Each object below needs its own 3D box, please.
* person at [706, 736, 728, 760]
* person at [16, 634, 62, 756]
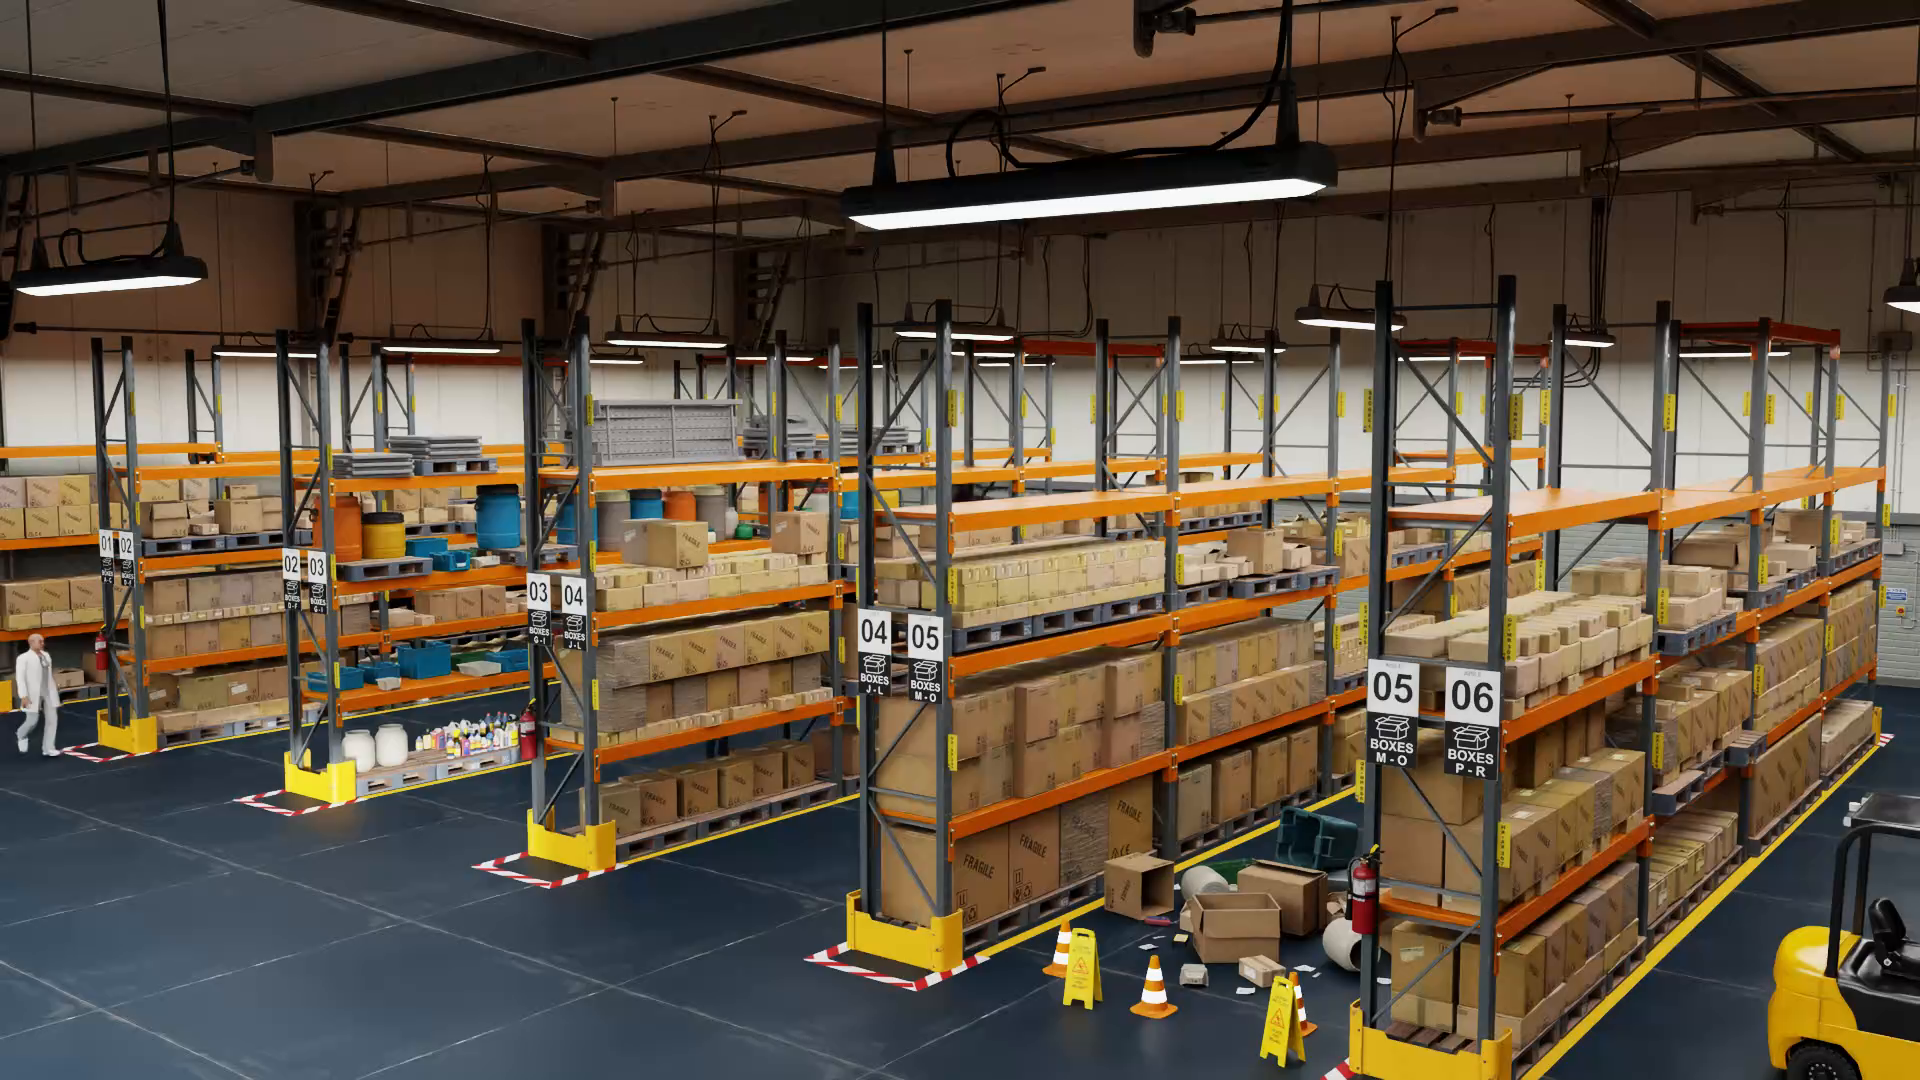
[{"bbox_3d":[-3.270,2.430,22.291,0.432,1.611,0.379,-5,7,-44],"label":"person"},{"bbox_3d":[-13.202,2.205,23.792,0.782,1.749,0.609,4,7,40],"label":"person"}]
